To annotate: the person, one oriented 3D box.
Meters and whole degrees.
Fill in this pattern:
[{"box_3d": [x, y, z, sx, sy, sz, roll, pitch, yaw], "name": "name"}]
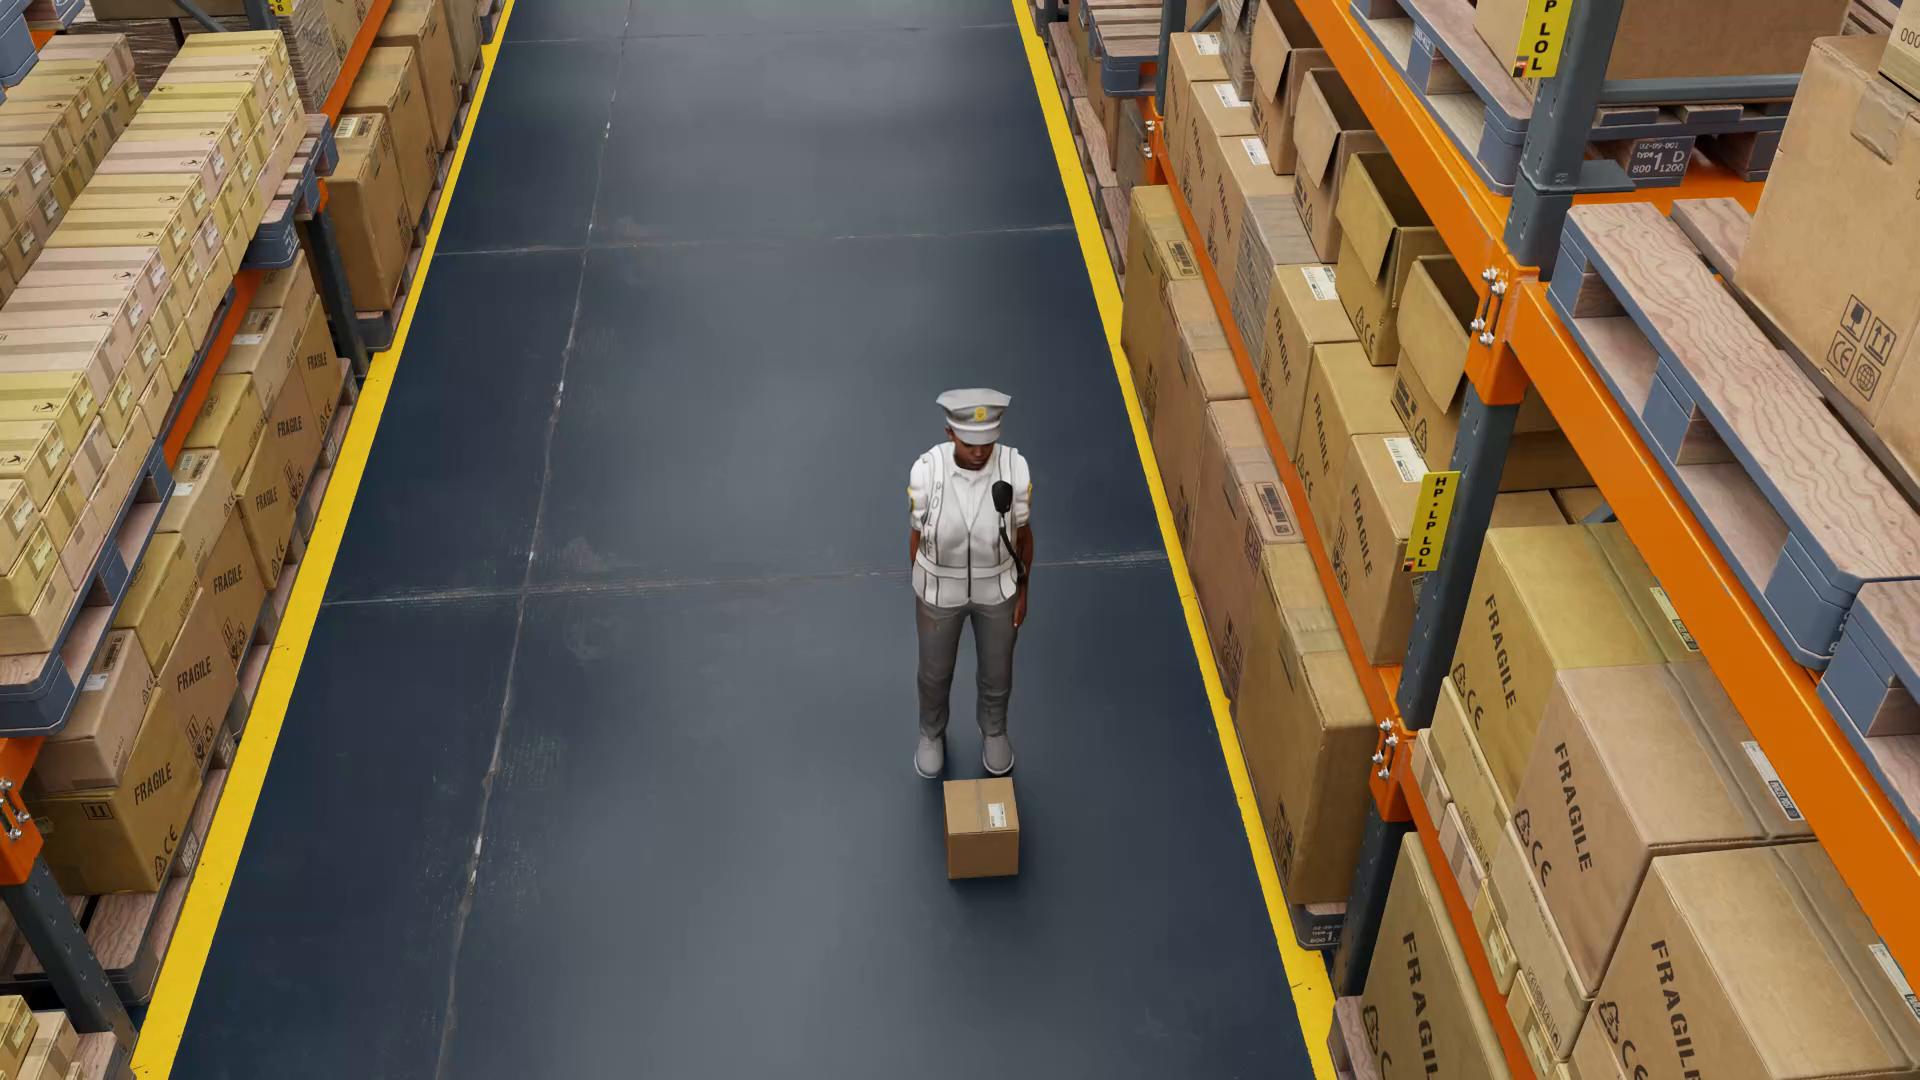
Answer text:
[{"box_3d": [0.039, 0.183, 5.929, 0.438, 1.696, 0.339, -2, 39, -3], "name": "person"}]
